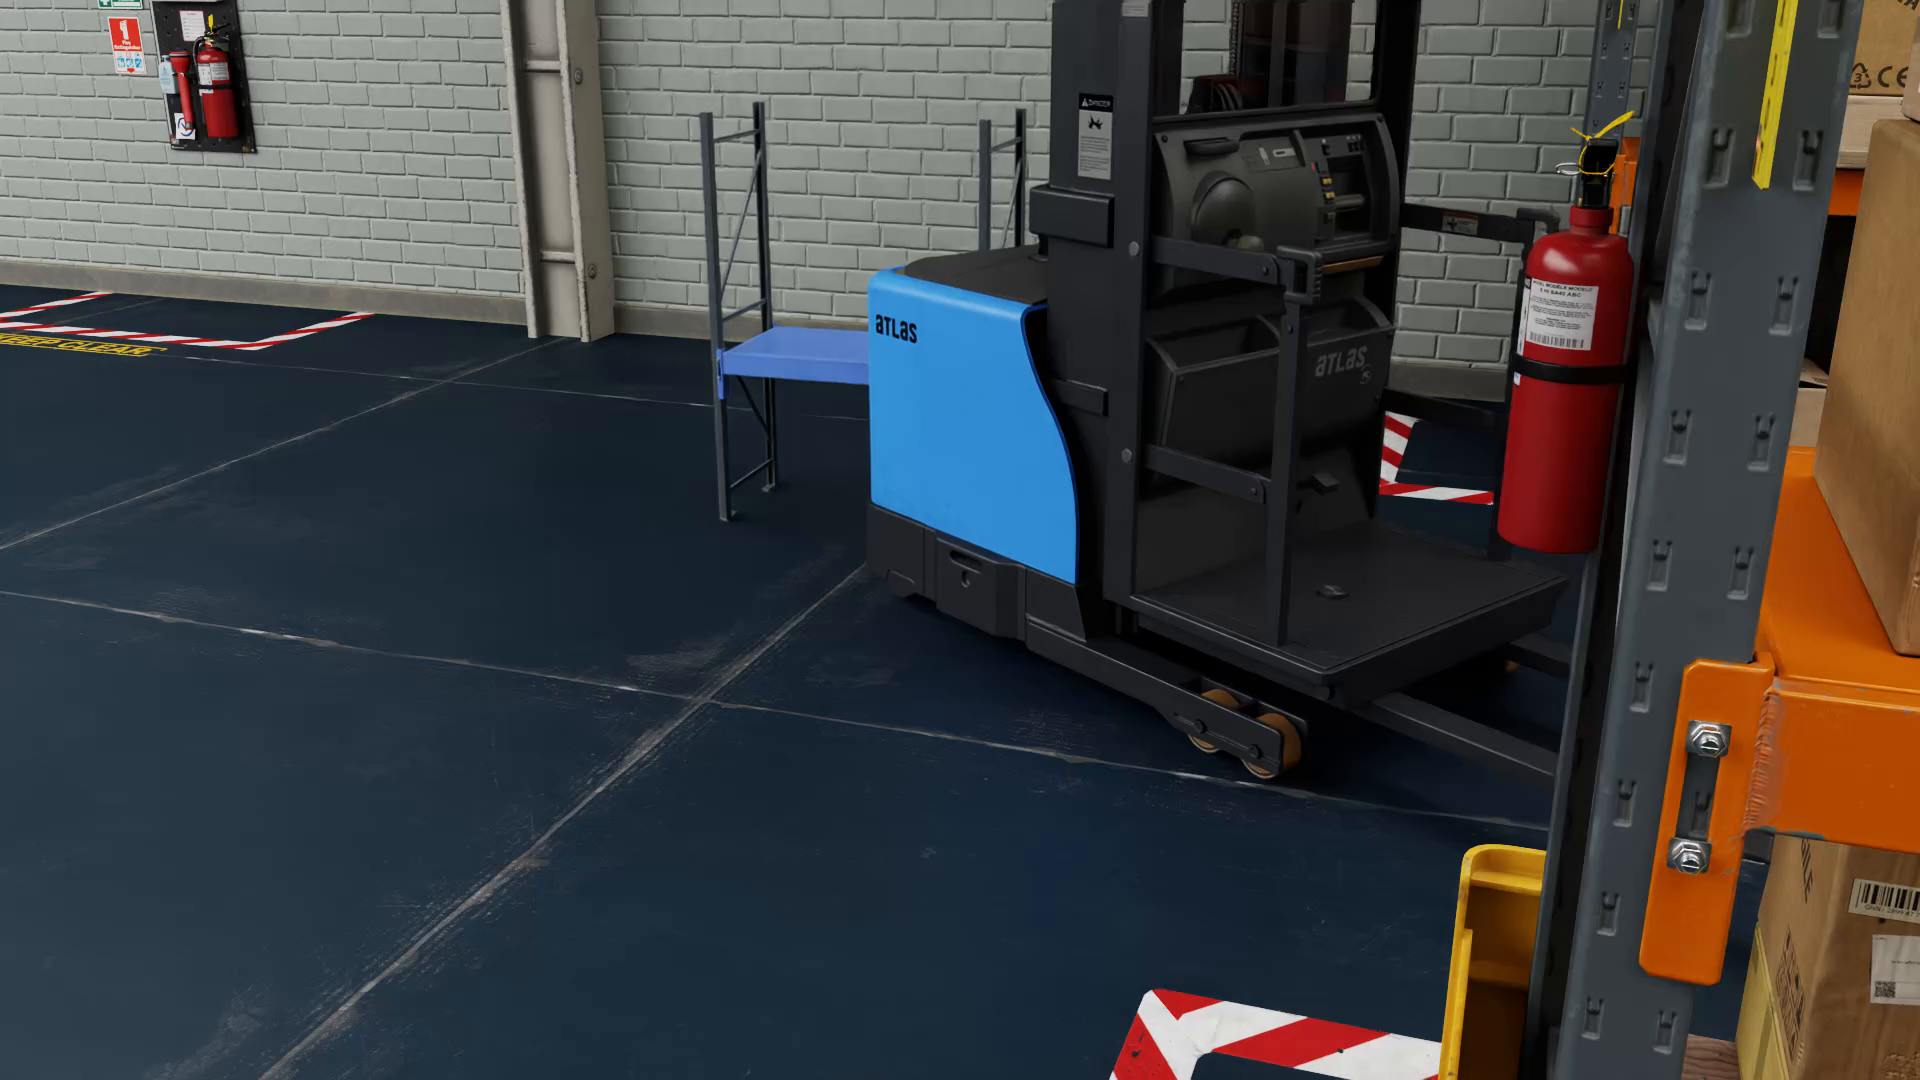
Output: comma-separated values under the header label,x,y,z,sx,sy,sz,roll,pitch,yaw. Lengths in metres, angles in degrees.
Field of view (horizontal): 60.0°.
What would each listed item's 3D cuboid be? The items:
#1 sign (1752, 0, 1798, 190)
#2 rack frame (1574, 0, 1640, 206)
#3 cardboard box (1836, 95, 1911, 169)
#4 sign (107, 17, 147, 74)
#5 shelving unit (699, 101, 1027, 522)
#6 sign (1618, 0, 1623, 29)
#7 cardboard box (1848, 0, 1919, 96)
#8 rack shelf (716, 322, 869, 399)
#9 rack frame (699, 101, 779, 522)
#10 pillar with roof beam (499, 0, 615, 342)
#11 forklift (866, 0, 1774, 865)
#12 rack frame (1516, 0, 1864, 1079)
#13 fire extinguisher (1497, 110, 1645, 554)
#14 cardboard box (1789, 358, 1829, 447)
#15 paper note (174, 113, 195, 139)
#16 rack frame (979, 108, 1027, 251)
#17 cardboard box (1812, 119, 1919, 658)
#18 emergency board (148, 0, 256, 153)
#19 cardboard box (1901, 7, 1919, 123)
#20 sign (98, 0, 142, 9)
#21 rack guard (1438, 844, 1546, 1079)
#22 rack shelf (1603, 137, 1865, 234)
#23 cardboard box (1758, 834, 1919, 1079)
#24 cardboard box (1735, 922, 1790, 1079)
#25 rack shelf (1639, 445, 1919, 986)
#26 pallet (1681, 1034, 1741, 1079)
label,x,y,z,sx,sy,sz,roll,pitch,yaw
sign,0.721,-0.475,1.446,0.005,0.325,0.100,7,20,18
rack frame,2.531,-1.741,6.514,0.127,3.000,1.000,7,20,18
cardboard box,3.383,-1.477,5.953,0.500,0.250,0.500,6,20,16
sign,-5.002,-2.970,9.985,0.234,0.329,0.001,7,20,18
shelving unit,-0.335,-0.809,6.117,1.048,1.500,0.538,6,20,16
sign,2.353,-1.981,5.888,0.005,0.325,0.100,7,20,18
cardboard box,3.347,-1.832,5.834,0.500,0.500,0.500,7,20,18
rack shelf,-0.335,-0.639,6.177,1.000,0.185,0.538,6,20,16
rack frame,-0.821,-0.858,6.258,0.032,1.500,0.500,6,20,16
pillar with roof beam,-3.605,-4.077,4.101,0.400,9.000,9.100,7,20,18
forklift,1.011,-0.952,4.356,1.130,2.935,3.031,-15,24,-37
rack frame,0.910,-0.202,2.097,0.053,2.616,0.949,7,20,18
fire extinguisher,0.949,-0.321,2.558,0.183,0.674,0.296,7,20,18
cardboard box,3.155,-0.577,6.590,0.500,0.311,0.500,4,20,12
paper note,-4.658,-2.486,9.989,0.142,0.148,0.016,7,20,18
rack frame,0.151,-0.760,5.977,0.032,1.500,0.500,6,20,16
cardboard box,1.345,-0.193,1.922,0.500,0.500,0.700,7,20,18
emergency board,-4.514,-2.861,9.728,0.643,1.169,0.194,7,20,18
cardboard box,1.332,-0.572,2.023,0.250,0.149,0.380,6,20,17
sign,-5.001,-3.217,9.889,0.331,0.109,0.001,7,20,18
rack guard,0.886,0.977,2.513,0.348,0.500,1.175,7,20,18
rack shelf,4.420,-1.185,6.013,4.000,0.370,1.077,7,20,18
cardboard box,1.513,0.511,2.454,0.500,0.500,0.500,7,20,18
cardboard box,1.512,0.866,2.575,0.500,0.250,0.500,7,20,18
rack shelf,2.798,0.355,1.593,4.000,0.370,1.077,7,20,18
pallet,1.645,1.186,2.354,1.213,0.211,1.003,7,20,18
